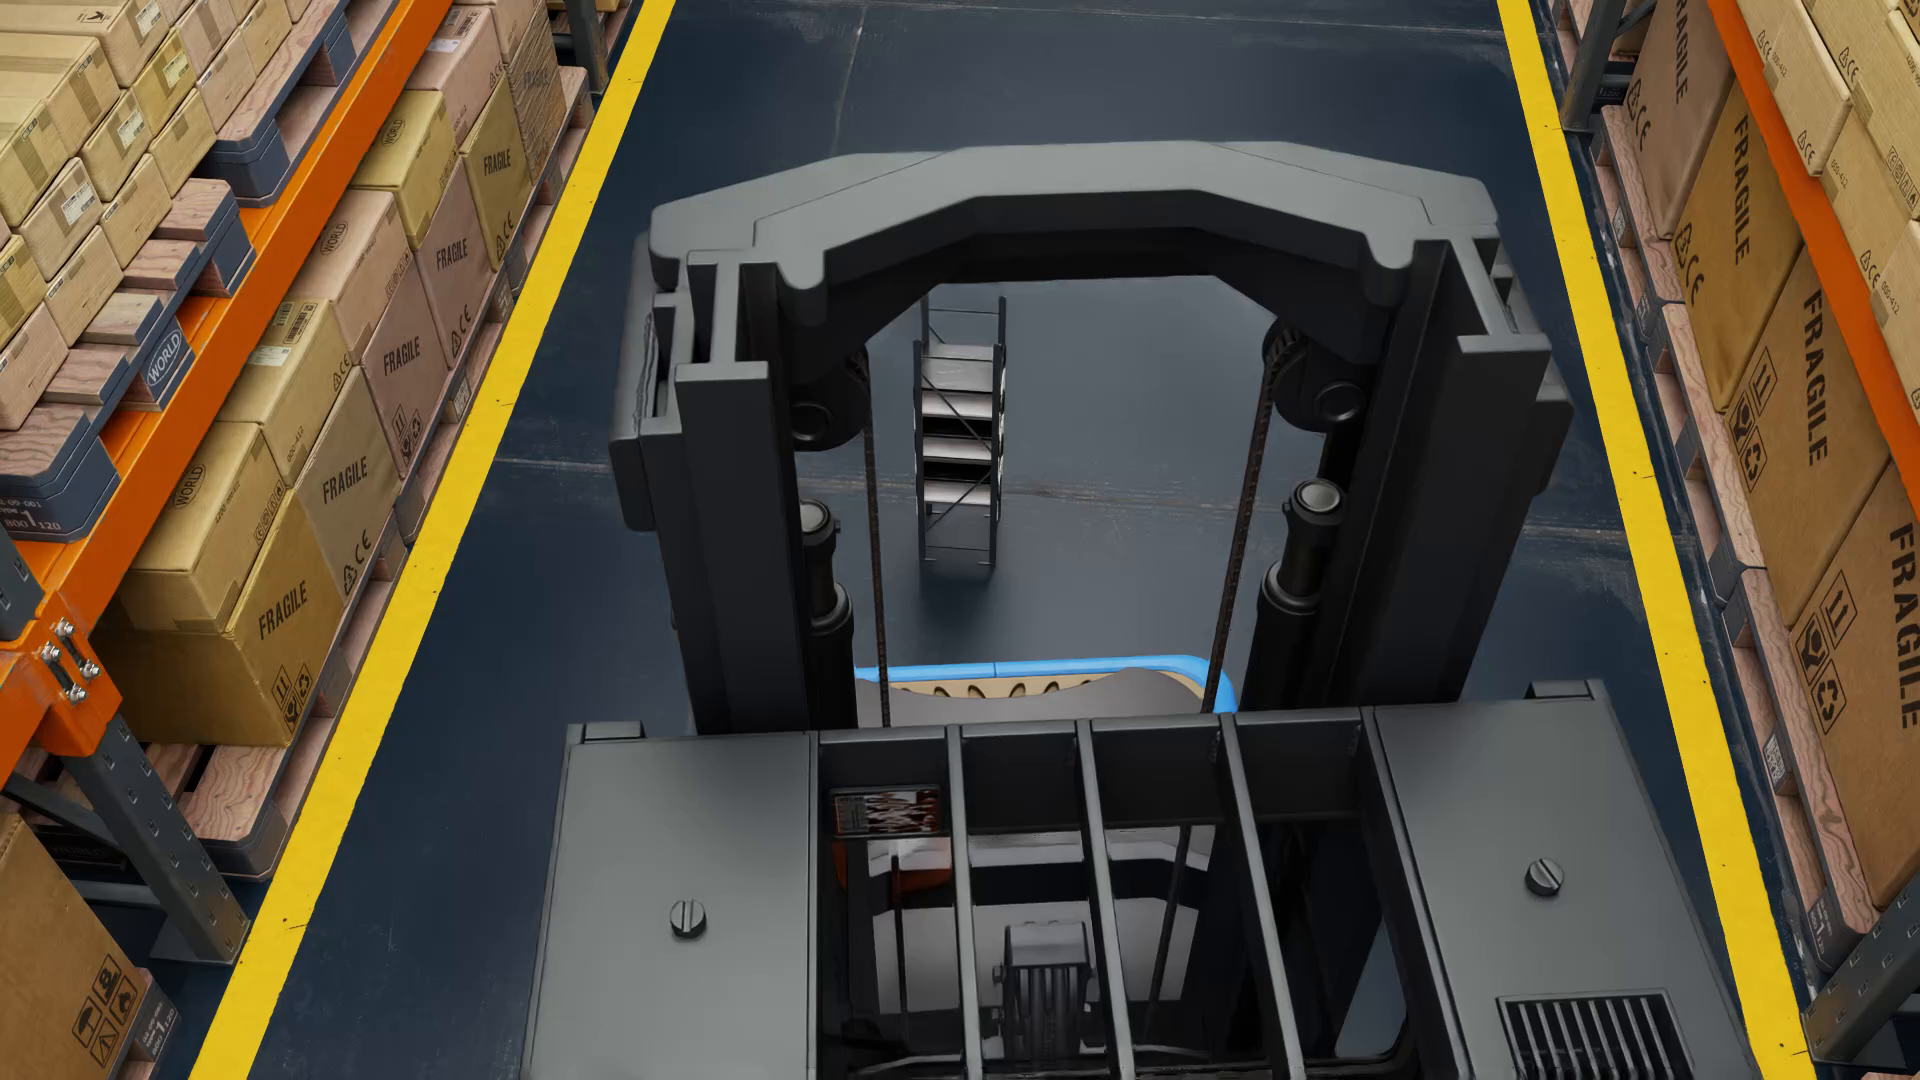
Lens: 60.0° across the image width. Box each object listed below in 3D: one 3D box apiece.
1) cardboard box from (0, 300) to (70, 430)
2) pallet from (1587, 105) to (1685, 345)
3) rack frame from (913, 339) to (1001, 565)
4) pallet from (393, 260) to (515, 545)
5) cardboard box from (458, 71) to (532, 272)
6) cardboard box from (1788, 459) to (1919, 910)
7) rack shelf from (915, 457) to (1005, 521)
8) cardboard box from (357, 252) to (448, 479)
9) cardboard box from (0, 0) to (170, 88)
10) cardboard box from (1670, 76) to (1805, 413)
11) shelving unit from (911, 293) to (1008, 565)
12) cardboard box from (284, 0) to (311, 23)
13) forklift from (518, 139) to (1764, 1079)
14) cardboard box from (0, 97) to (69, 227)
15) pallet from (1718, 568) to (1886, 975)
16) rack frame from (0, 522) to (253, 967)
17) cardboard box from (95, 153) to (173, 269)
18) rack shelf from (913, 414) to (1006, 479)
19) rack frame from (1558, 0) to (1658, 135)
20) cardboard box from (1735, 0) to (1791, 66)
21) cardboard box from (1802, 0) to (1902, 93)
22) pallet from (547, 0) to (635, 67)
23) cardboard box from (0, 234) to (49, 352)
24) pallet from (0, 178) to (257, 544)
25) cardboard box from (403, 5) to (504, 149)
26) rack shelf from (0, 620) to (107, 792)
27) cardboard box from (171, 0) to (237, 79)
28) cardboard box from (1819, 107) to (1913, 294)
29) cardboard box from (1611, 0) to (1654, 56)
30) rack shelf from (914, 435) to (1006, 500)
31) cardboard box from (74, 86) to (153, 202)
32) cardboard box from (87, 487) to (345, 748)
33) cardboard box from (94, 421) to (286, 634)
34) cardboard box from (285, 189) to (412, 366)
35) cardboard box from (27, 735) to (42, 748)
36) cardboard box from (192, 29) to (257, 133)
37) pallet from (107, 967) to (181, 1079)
[{"bbox_3d":[-2.106,-0.373,3.444,0.380,0.149,0.250,3,48,3],"label":"cardboard box"},{"bbox_3d":[2.960,-1.168,6.175,1.003,0.211,1.213,4,48,4],"label":"pallet"},{"bbox_3d":[-0.009,-0.235,4.855,0.240,0.900,0.006,4,48,4],"label":"rack frame"},{"bbox_3d":[-2.162,-0.528,5.590,1.003,0.211,1.213,4,48,4],"label":"pallet"},{"bbox_3d":[-1.847,-1.300,5.816,0.500,0.500,0.500,3,48,3],"label":"cardboard box"},{"bbox_3d":[2.736,0.331,4.069,0.875,0.875,0.875,3,48,3],"label":"cardboard box"},{"bbox_3d":[0.001,-0.166,5.081,0.258,0.077,0.200,4,48,4],"label":"rack shelf"},{"bbox_3d":[-1.945,-0.548,5.128,0.500,0.500,0.500,3,48,3],"label":"cardboard box"},{"bbox_3d":[-2.040,-1.157,3.758,0.380,0.149,0.250,2,48,2],"label":"cardboard box"},{"bbox_3d":[2.904,-0.981,5.269,0.875,0.875,0.875,5,48,5],"label":"cardboard box"},{"bbox_3d":[0.001,-0.310,4.923,0.258,0.900,0.210,4,48,4],"label":"shelving unit"},{"bbox_3d":[-1.962,-1.538,4.510,0.380,0.149,0.250,2,48,2],"label":"cardboard box"},{"bbox_3d":[0.152,1.085,2.272,1.130,2.935,3.031,-2,48,-2],"label":"forklift"},{"bbox_3d":[-2.091,-0.783,3.415,0.380,0.149,0.250,3,48,2],"label":"cardboard box"},{"bbox_3d":[2.738,0.625,4.535,1.003,0.211,1.213,4,48,4],"label":"pallet"},{"bbox_3d":[-2.348,-0.001,3.218,1.000,3.000,0.127,4,48,4],"label":"rack frame"},{"bbox_3d":[-2.058,-0.768,3.805,0.380,0.149,0.250,6,48,5],"label":"cardboard box"},{"bbox_3d":[0.001,-0.287,4.948,0.258,0.077,0.200,4,48,4],"label":"rack shelf"},{"bbox_3d":[2.955,-2.681,5.670,1.000,3.000,0.127,4,48,4],"label":"rack frame"},{"bbox_3d":[2.544,-1.569,4.754,0.500,0.250,0.500,4,48,3],"label":"cardboard box"},{"bbox_3d":[2.498,-1.369,4.232,0.500,0.250,0.500,3,48,2],"label":"cardboard box"},{"bbox_3d":[-1.958,-2.495,7.389,1.003,0.211,1.213,4,48,4],"label":"pallet"},{"bbox_3d":[-2.104,-0.499,3.358,0.380,0.149,0.250,6,48,5],"label":"cardboard box"},{"bbox_3d":[-2.389,-0.467,3.774,1.213,0.211,1.003,4,48,4],"label":"pallet"},{"bbox_3d":[-1.860,-1.550,5.536,0.500,0.250,0.500,6,48,5],"label":"cardboard box"},{"bbox_3d":[-2.530,1.712,2.139,1.077,0.370,4.000,4,48,4],"label":"rack shelf"},{"bbox_3d":[-2.014,-1.264,4.057,0.380,0.149,0.250,4,48,4],"label":"cardboard box"},{"bbox_3d":[2.471,-0.826,4.074,0.500,0.250,0.500,3,48,3],"label":"cardboard box"},{"bbox_3d":[3.119,-2.412,6.875,0.875,0.438,0.875,3,48,3],"label":"cardboard box"},{"bbox_3d":[0.001,-0.226,5.014,0.258,0.077,0.200,4,48,4],"label":"rack shelf"},{"bbox_3d":[-2.060,-0.895,3.720,0.380,0.149,0.250,3,48,2],"label":"cardboard box"},{"bbox_3d":[-2.030,0.199,4.445,0.500,0.500,0.500,2,48,2],"label":"cardboard box"},{"bbox_3d":[-2.044,-0.042,4.157,0.500,0.250,0.500,2,48,2],"label":"cardboard box"},{"bbox_3d":[-1.940,-0.778,4.830,0.500,0.250,0.500,4,48,4],"label":"cardboard box"},{"bbox_3d":[-2.548,0.200,4.444,0.500,0.500,0.500,4,48,3],"label":"cardboard box"},{"bbox_3d":[-2.013,-1.162,4.166,0.380,0.149,0.250,5,48,5],"label":"cardboard box"},{"bbox_3d":[-2.495,1.515,3.721,1.003,0.211,1.213,4,48,4],"label":"pallet"}]
